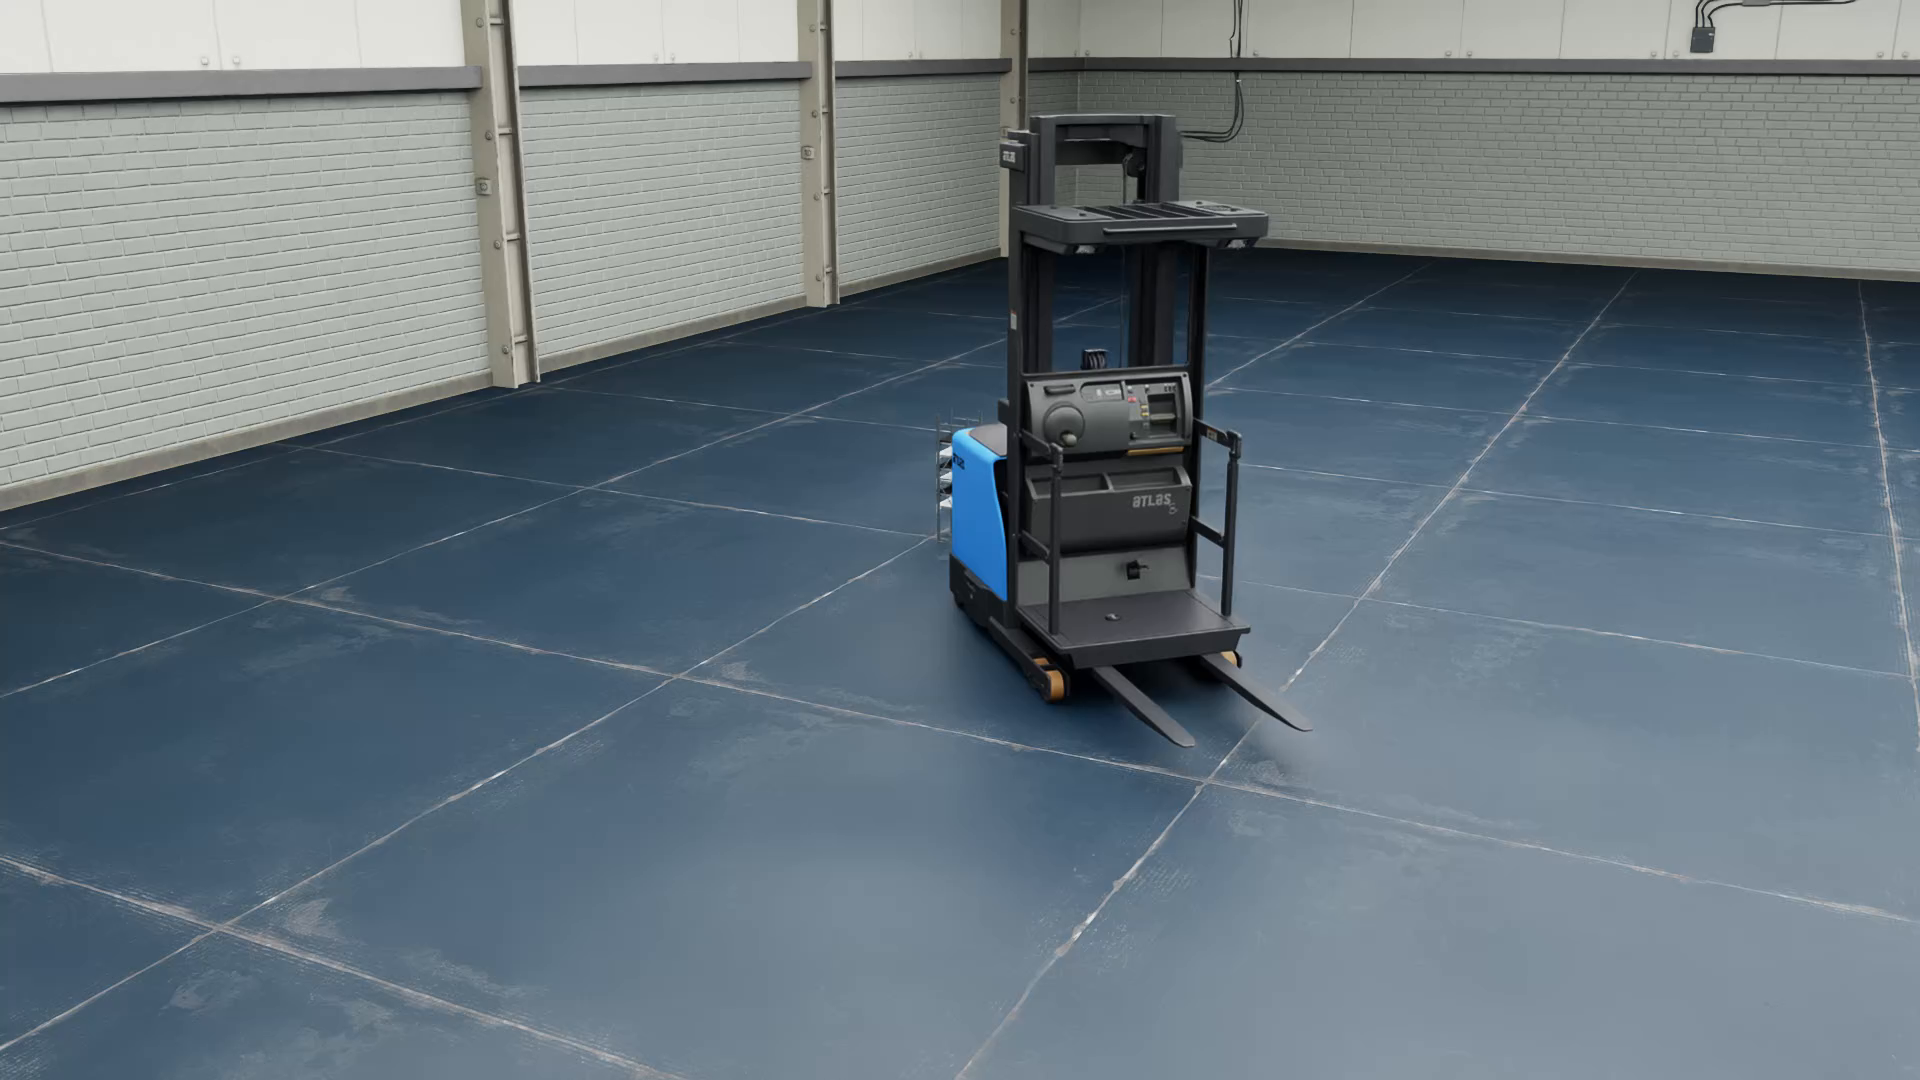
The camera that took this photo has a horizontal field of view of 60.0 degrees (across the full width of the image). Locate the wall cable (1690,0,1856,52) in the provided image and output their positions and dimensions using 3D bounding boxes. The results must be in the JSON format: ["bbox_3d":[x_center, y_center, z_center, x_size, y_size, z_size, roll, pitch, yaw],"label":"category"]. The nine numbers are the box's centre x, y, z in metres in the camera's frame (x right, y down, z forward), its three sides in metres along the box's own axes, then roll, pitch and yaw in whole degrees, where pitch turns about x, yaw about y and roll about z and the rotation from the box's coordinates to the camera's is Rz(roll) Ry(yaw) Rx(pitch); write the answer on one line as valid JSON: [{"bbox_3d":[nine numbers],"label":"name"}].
[{"bbox_3d":[11.842,-9.959,23.276,2.305,6.003,0.169,8,18,25],"label":"wall cable"}]

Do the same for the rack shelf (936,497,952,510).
[{"bbox_3d":[-0.004,-0.225,11.450,0.258,0.077,0.200,8,18,25],"label":"rack shelf"}]

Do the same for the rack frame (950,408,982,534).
[{"bbox_3d":[0.042,-0.455,11.476,0.240,0.900,0.006,8,18,25],"label":"rack frame"}]

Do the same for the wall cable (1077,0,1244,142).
[{"bbox_3d":[3.356,-8.052,28.282,3.097,2.526,0.112,8,18,25],"label":"wall cable"}]

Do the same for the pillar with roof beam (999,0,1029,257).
[{"bbox_3d":[4.708,-8.411,24.036,9.100,9.000,0.400,8,18,25],"label":"pillar with roof beam"}]

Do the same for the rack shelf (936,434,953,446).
[{"bbox_3d":[-0.004,-0.656,11.322,0.258,0.077,0.200,8,18,25],"label":"rack shelf"}]

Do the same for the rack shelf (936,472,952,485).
[{"bbox_3d":[-0.004,-0.397,11.399,0.258,0.077,0.200,8,18,25],"label":"rack shelf"}]

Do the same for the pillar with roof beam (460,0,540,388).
[{"bbox_3d":[-0.654,-5.354,13.745,9.100,9.000,0.400,8,18,25],"label":"pillar with roof beam"}]

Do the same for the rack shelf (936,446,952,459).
[{"bbox_3d":[-0.004,-0.570,11.348,0.258,0.077,0.200,8,18,25],"label":"rack shelf"}]

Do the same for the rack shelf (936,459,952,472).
[{"bbox_3d":[-0.004,-0.484,11.373,0.258,0.077,0.200,8,18,25],"label":"rack shelf"}]

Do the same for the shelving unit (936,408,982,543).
[{"bbox_3d":[-0.004,-0.429,11.389,0.258,0.900,0.210,8,18,25],"label":"shelving unit"}]

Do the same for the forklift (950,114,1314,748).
[{"bbox_3d":[0.873,-0.688,8.694,1.130,2.935,3.031,-5,17,-17],"label":"forklift"}]

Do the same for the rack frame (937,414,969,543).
[{"bbox_3d":[-0.049,-0.403,11.302,0.240,0.900,0.006,8,18,25],"label":"rack frame"}]

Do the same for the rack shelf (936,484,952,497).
[{"bbox_3d":[-0.004,-0.311,11.424,0.258,0.077,0.200,8,18,25],"label":"rack shelf"}]

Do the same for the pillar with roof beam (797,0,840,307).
[{"bbox_3d":[2.027,-6.882,18.891,9.100,9.000,0.400,8,18,25],"label":"pillar with roof beam"}]
